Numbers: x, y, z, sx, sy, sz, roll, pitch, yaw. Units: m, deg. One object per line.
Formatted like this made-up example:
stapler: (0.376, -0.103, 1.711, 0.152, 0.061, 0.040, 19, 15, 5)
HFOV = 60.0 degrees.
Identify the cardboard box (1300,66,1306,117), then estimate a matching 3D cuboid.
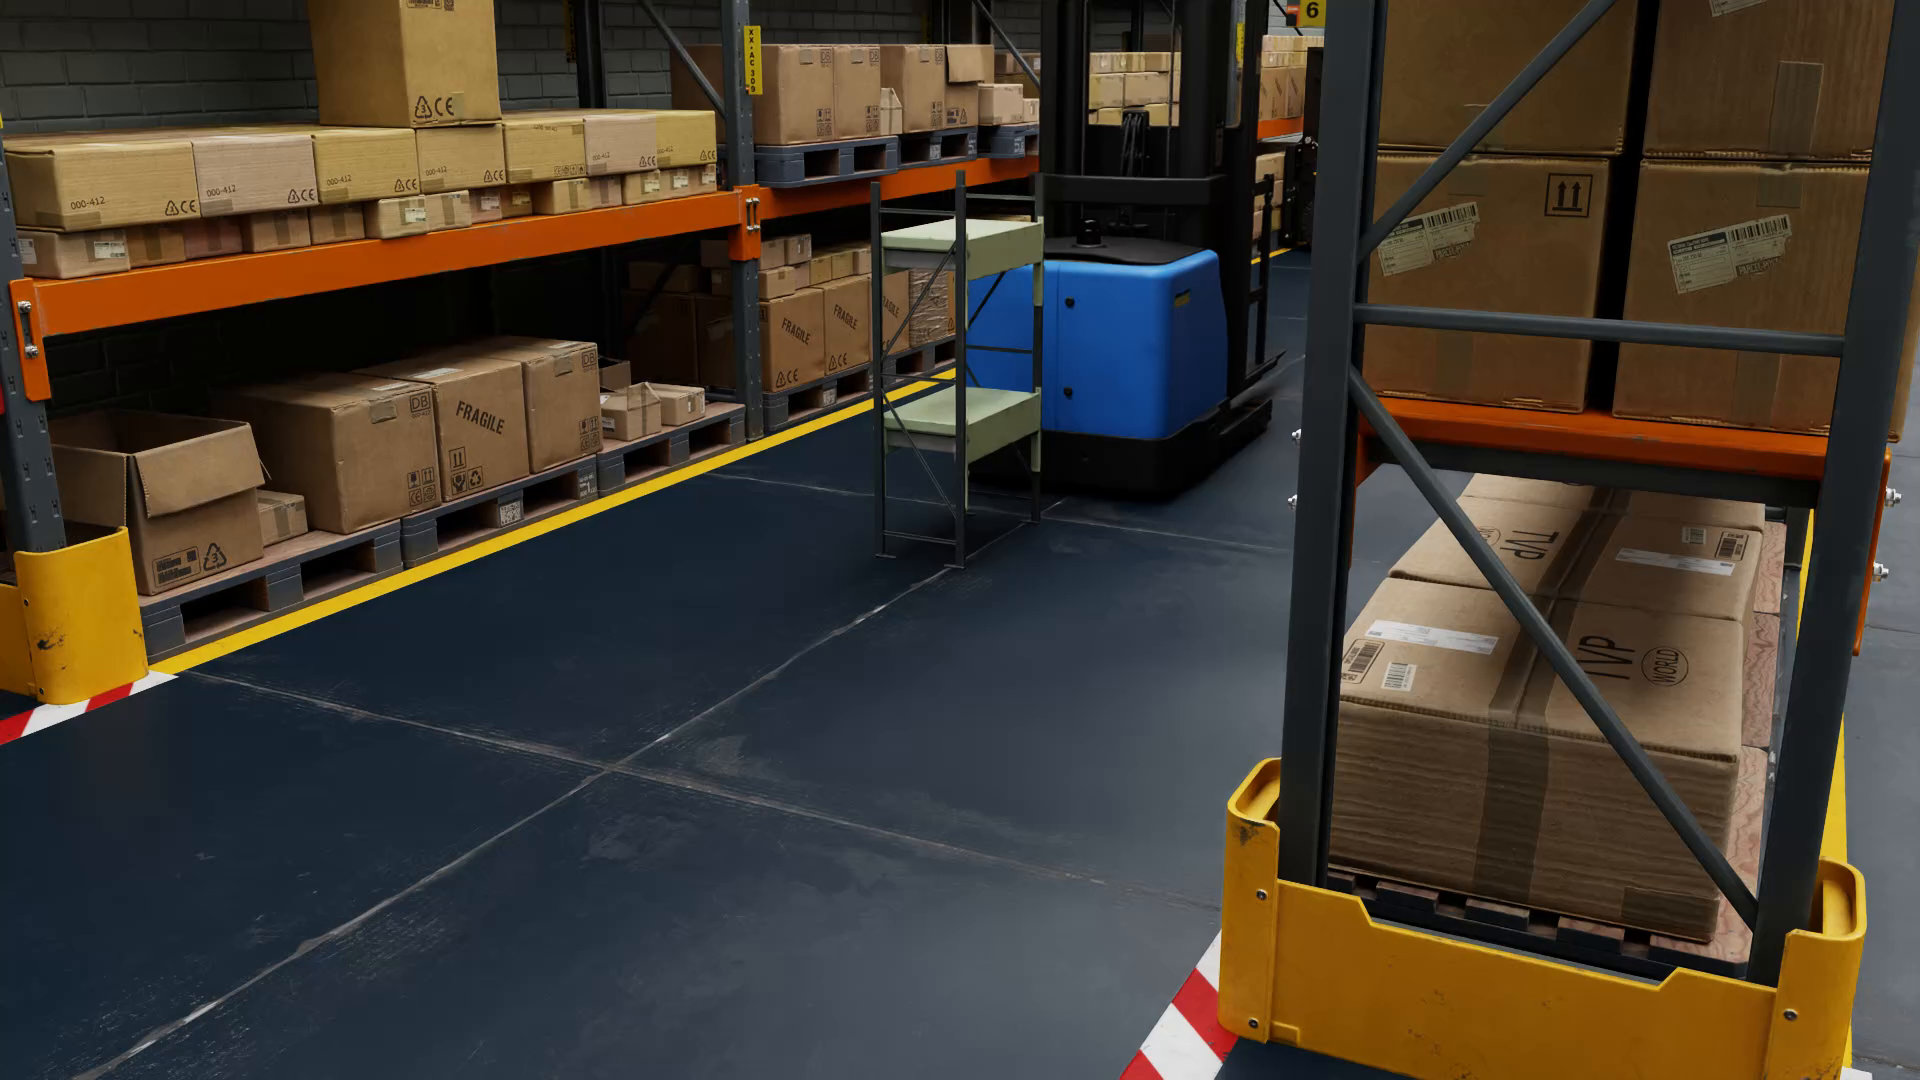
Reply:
cardboard box: (3.392, -4.710, 17.438, 0.500, 0.500, 0.500, 8, 18, 24)

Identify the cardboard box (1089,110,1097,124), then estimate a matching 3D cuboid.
cardboard box: (0.688, -3.055, 12.304, 0.500, 0.250, 0.500, 8, 18, 26)

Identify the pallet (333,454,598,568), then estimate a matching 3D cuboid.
pallet: (-2.368, -0.202, 7.335, 1.003, 0.211, 1.213, 8, 18, 25)

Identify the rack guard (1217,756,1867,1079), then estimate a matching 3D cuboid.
rack guard: (1.128, 0.828, 3.358, 1.175, 0.500, 0.348, 8, 18, 25)

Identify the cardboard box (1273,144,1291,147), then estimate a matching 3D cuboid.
cardboard box: (3.697, -4.157, 18.088, 0.500, 0.250, 0.500, 8, 19, 26)

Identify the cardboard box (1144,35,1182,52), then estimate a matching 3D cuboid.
cardboard box: (1.931, -4.685, 15.691, 0.380, 0.149, 0.250, 8, 18, 26)

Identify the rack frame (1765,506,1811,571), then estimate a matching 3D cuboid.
rack frame: (2.926, -1.395, 6.453, 1.000, 3.000, 0.127, 8, 18, 25)

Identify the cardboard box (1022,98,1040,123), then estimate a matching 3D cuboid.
cardboard box: (0.321, -2.909, 11.255, 0.380, 0.149, 0.250, 8, 19, 26)

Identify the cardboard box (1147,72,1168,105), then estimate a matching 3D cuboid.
cardboard box: (1.369, -3.686, 13.552, 0.500, 0.250, 0.500, 8, 18, 26)

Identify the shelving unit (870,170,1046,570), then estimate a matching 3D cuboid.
shelving unit: (0.003, -0.721, 6.817, 0.431, 1.500, 0.755, 8, 18, 25)

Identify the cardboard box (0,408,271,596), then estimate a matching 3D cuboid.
cardboard box: (-2.945, -0.155, 5.926, 0.797, 0.503, 0.637, 7, 18, 23)

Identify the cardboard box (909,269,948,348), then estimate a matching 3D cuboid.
cardboard box: (-0.405, -1.518, 10.520, 0.500, 0.500, 0.500, 7, 18, 23)

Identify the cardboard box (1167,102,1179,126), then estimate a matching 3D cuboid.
cardboard box: (1.599, -3.579, 14.068, 0.500, 0.250, 0.500, 8, 18, 26)

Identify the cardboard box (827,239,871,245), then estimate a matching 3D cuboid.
cardboard box: (-0.590, -1.738, 10.121, 0.380, 0.149, 0.250, 9, 19, 27)

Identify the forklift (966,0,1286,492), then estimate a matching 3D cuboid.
forklift: (1.055, -1.999, 8.606, 1.130, 2.935, 3.031, 7, 18, 23)

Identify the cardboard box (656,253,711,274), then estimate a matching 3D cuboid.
cardboard box: (-1.496, -1.538, 9.447, 0.380, 0.149, 0.250, 8, 18, 25)

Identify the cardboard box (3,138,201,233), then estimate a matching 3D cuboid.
cardboard box: (-2.859, -1.159, 5.399, 0.500, 0.250, 0.500, 8, 18, 26)

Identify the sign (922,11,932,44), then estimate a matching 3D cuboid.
sign: (-0.226, -3.669, 12.077, 0.100, 0.325, 0.005, 8, 18, 25)

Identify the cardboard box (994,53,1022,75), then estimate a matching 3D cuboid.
cardboard box: (0.236, -3.512, 12.266, 0.380, 0.149, 0.250, 9, 19, 27)

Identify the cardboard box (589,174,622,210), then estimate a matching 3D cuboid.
cardboard box: (-1.765, -1.590, 7.551, 0.380, 0.149, 0.250, 9, 19, 27)

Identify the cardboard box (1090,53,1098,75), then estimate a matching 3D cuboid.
cardboard box: (0.796, -3.515, 12.277, 0.380, 0.149, 0.250, 9, 19, 27)

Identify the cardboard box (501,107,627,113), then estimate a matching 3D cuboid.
cardboard box: (-1.979, -2.005, 8.246, 0.500, 0.250, 0.500, 8, 18, 25)

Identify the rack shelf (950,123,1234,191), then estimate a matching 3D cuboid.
rack shelf: (1.165, -3.209, 13.824, 1.077, 0.370, 4.000, 8, 18, 25)

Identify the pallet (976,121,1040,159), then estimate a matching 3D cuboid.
pallet: (0.031, -2.771, 11.423, 1.213, 0.211, 1.003, 8, 18, 25)

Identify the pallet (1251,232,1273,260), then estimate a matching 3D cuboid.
pallet: (2.452, -2.924, 16.498, 1.003, 0.211, 1.213, 8, 18, 25)

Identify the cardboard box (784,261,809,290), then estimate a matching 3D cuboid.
cardboard box: (-1.063, -1.478, 9.245, 0.380, 0.149, 0.250, 8, 18, 24)

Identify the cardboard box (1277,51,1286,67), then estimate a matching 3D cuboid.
cardboard box: (3.034, -4.792, 16.577, 0.380, 0.149, 0.250, 7, 18, 24)

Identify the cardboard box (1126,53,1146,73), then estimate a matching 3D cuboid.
cardboard box: (1.245, -3.777, 13.159, 0.380, 0.149, 0.250, 9, 19, 27)

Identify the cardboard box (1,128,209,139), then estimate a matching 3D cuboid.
cardboard box: (-3.104, -1.360, 6.075, 0.500, 0.250, 0.500, 8, 18, 26)

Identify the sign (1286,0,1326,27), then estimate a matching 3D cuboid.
sign: (0.660, -1.118, 3.069, 0.100, 0.325, 0.005, 8, 18, 25)

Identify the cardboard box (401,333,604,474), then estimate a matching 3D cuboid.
cardboard box: (-2.064, -0.631, 7.533, 0.700, 0.500, 0.500, 7, 18, 23)

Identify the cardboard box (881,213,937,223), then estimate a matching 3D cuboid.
cardboard box: (-0.383, -2.201, 11.681, 0.380, 0.149, 0.250, 9, 19, 27)

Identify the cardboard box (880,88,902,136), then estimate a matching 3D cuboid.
cardboard box: (-0.552, -2.468, 9.563, 0.396, 0.266, 0.258, 9, 19, 28)

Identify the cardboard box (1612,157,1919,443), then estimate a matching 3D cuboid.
cardboard box: (1.610, -0.510, 3.298, 0.500, 0.500, 0.500, 8, 18, 25)

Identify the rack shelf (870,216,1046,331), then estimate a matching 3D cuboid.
rack shelf: (0.003, -1.095, 6.705, 0.431, 0.370, 0.720, 8, 18, 25)

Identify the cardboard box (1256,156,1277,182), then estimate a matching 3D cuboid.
cardboard box: (2.793, -3.638, 16.341, 0.500, 0.250, 0.500, 8, 18, 25)

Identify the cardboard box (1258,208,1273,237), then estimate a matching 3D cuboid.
cardboard box: (2.784, -3.159, 16.484, 0.500, 0.250, 0.500, 8, 18, 24)

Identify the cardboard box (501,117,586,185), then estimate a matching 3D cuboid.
cardboard box: (-1.970, -1.681, 7.156, 0.500, 0.250, 0.500, 8, 18, 25)

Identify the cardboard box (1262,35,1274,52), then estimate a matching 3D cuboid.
cardboard box: (2.816, -4.805, 16.097, 0.380, 0.149, 0.250, 9, 19, 27)

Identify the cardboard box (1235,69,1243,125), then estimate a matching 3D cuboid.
cardboard box: (2.491, -4.191, 15.692, 0.500, 0.500, 0.500, 8, 18, 24)

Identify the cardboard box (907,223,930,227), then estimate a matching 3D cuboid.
cardboard box: (-0.133, -2.004, 11.017, 0.380, 0.149, 0.250, 9, 19, 27)

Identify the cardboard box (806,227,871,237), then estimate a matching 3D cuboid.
cardboard box: (-0.770, -1.929, 10.765, 0.380, 0.149, 0.250, 8, 18, 26)

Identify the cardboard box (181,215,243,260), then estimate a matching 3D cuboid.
cardboard box: (-2.752, -1.077, 5.824, 0.380, 0.149, 0.250, 8, 18, 25)

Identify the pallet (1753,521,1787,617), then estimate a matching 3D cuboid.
pallet: (2.517, 0.125, 6.232, 1.003, 0.211, 1.213, 8, 18, 25)

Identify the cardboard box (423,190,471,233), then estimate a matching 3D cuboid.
cardboard box: (-2.191, -1.327, 6.664, 0.380, 0.149, 0.250, 9, 19, 27)

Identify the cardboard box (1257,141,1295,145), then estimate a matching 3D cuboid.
cardboard box: (3.462, -4.347, 18.726, 0.500, 0.250, 0.500, 8, 18, 25)

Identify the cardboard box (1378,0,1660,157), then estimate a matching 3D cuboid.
cardboard box: (1.141, -1.057, 3.382, 0.500, 0.500, 0.500, 9, 19, 27)

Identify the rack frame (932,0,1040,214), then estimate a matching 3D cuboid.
rack frame: (0.272, -3.045, 12.007, 1.000, 3.000, 0.127, 8, 18, 25)

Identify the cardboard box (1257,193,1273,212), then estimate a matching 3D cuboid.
cardboard box: (2.774, -3.399, 16.413, 0.500, 0.250, 0.500, 8, 18, 25)

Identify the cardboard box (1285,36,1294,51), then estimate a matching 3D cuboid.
cardboard box: (3.195, -5.074, 17.003, 0.380, 0.149, 0.250, 8, 18, 26)
